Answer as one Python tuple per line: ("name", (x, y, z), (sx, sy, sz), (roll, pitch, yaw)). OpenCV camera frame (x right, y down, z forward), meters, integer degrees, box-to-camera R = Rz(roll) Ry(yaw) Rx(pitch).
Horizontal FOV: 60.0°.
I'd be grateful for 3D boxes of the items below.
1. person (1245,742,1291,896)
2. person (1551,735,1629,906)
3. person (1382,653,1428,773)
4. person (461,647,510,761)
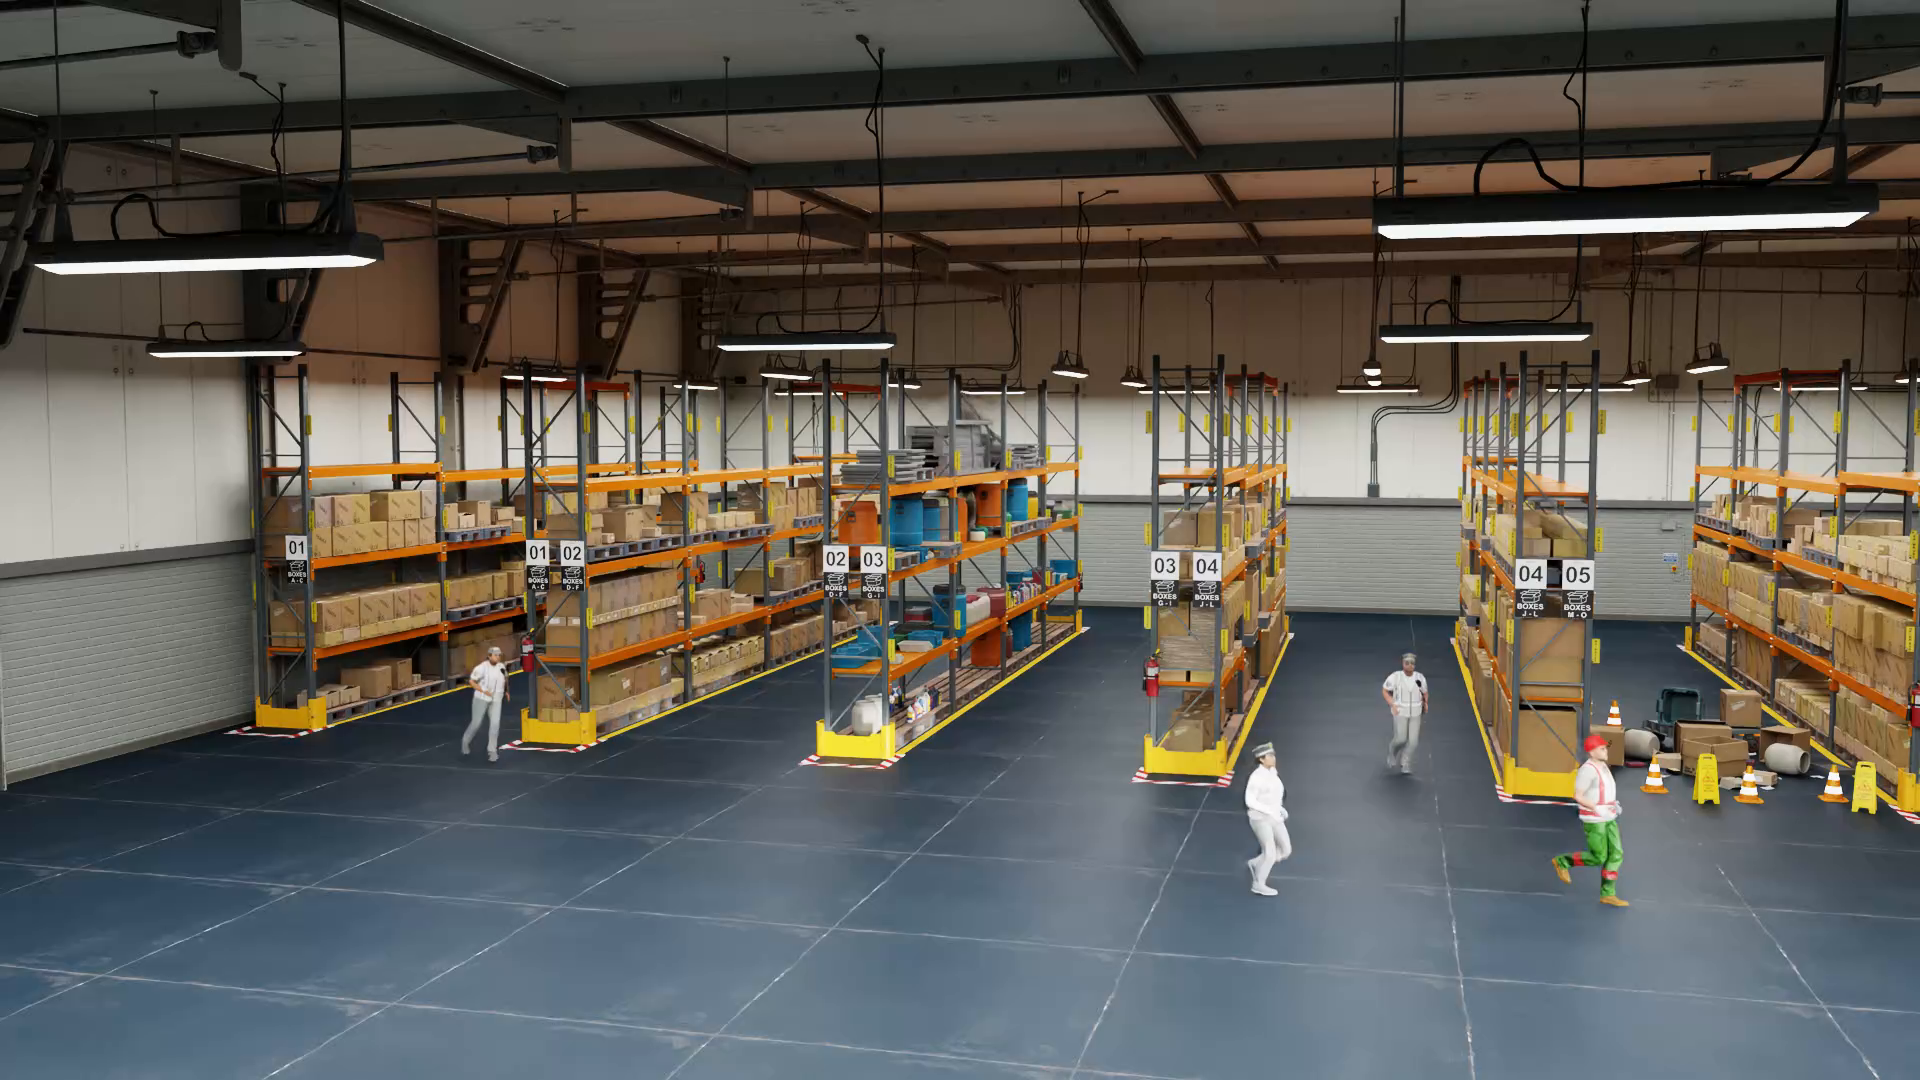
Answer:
("person", (3.265, 2.956, 17.664), (0.539, 1.651, 0.589), (3, 5, 41))
("person", (6.662, 2.921, 17.467), (0.653, 1.758, 0.818), (-4, 6, -44))
("person", (6.429, 2.483, 23.891), (0.646, 1.739, 0.602), (0, 4, -2))
("person", (-7.092, 2.438, 25.101), (0.701, 1.659, 0.881), (-3, 5, -38))
